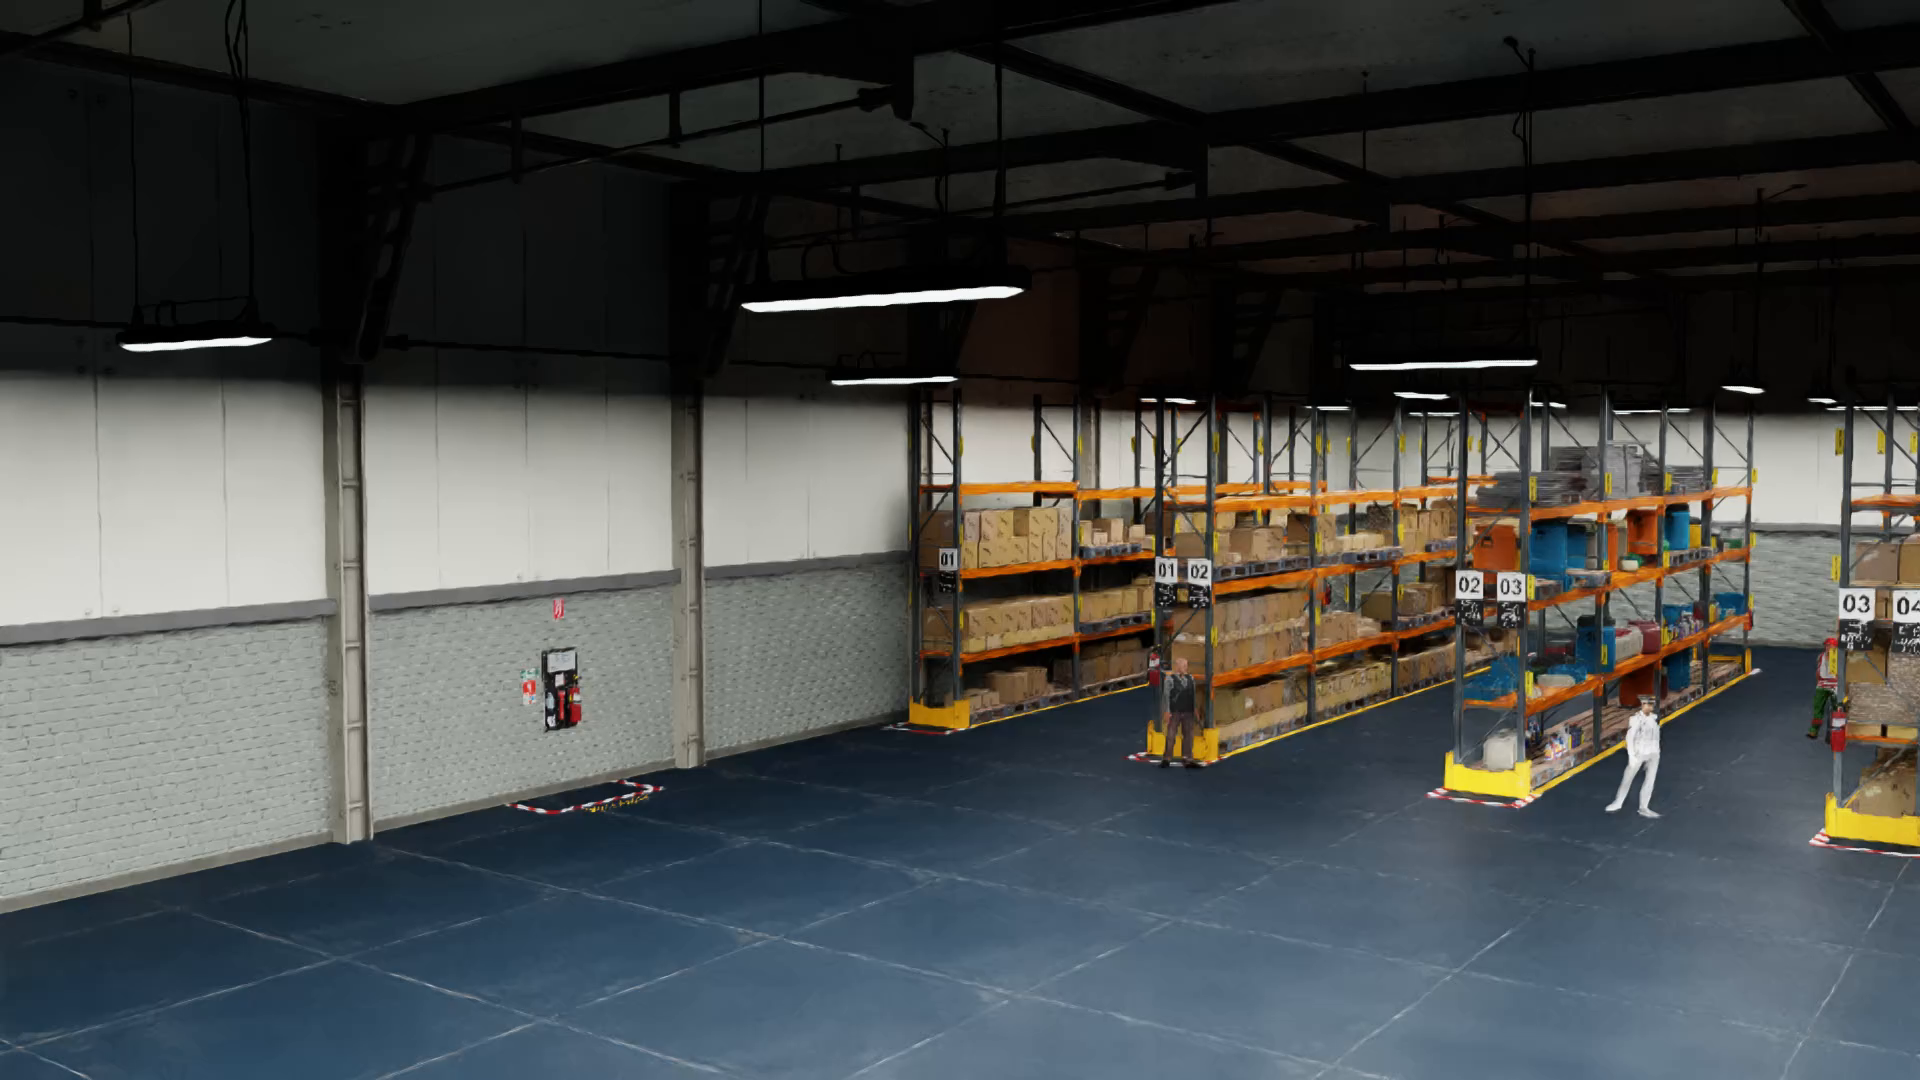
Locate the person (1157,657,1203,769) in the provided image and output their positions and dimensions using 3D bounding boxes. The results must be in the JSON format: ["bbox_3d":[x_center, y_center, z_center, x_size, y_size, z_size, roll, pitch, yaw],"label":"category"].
[{"bbox_3d":[3.383,2.675,25.729,0.665,1.729,0.429,-1,3,-20],"label":"person"}]

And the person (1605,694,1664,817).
[{"bbox_3d":[9.119,2.895,22.480,0.671,1.667,0.480,0,3,-8],"label":"person"}]

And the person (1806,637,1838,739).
[{"bbox_3d":[14.795,2.514,28.278,0.531,1.728,1.037,3,5,44],"label":"person"}]

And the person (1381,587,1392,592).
[{"bbox_3d":[9.979,1.941,38.797,0.440,1.683,0.551,0,3,8],"label":"person"}]
